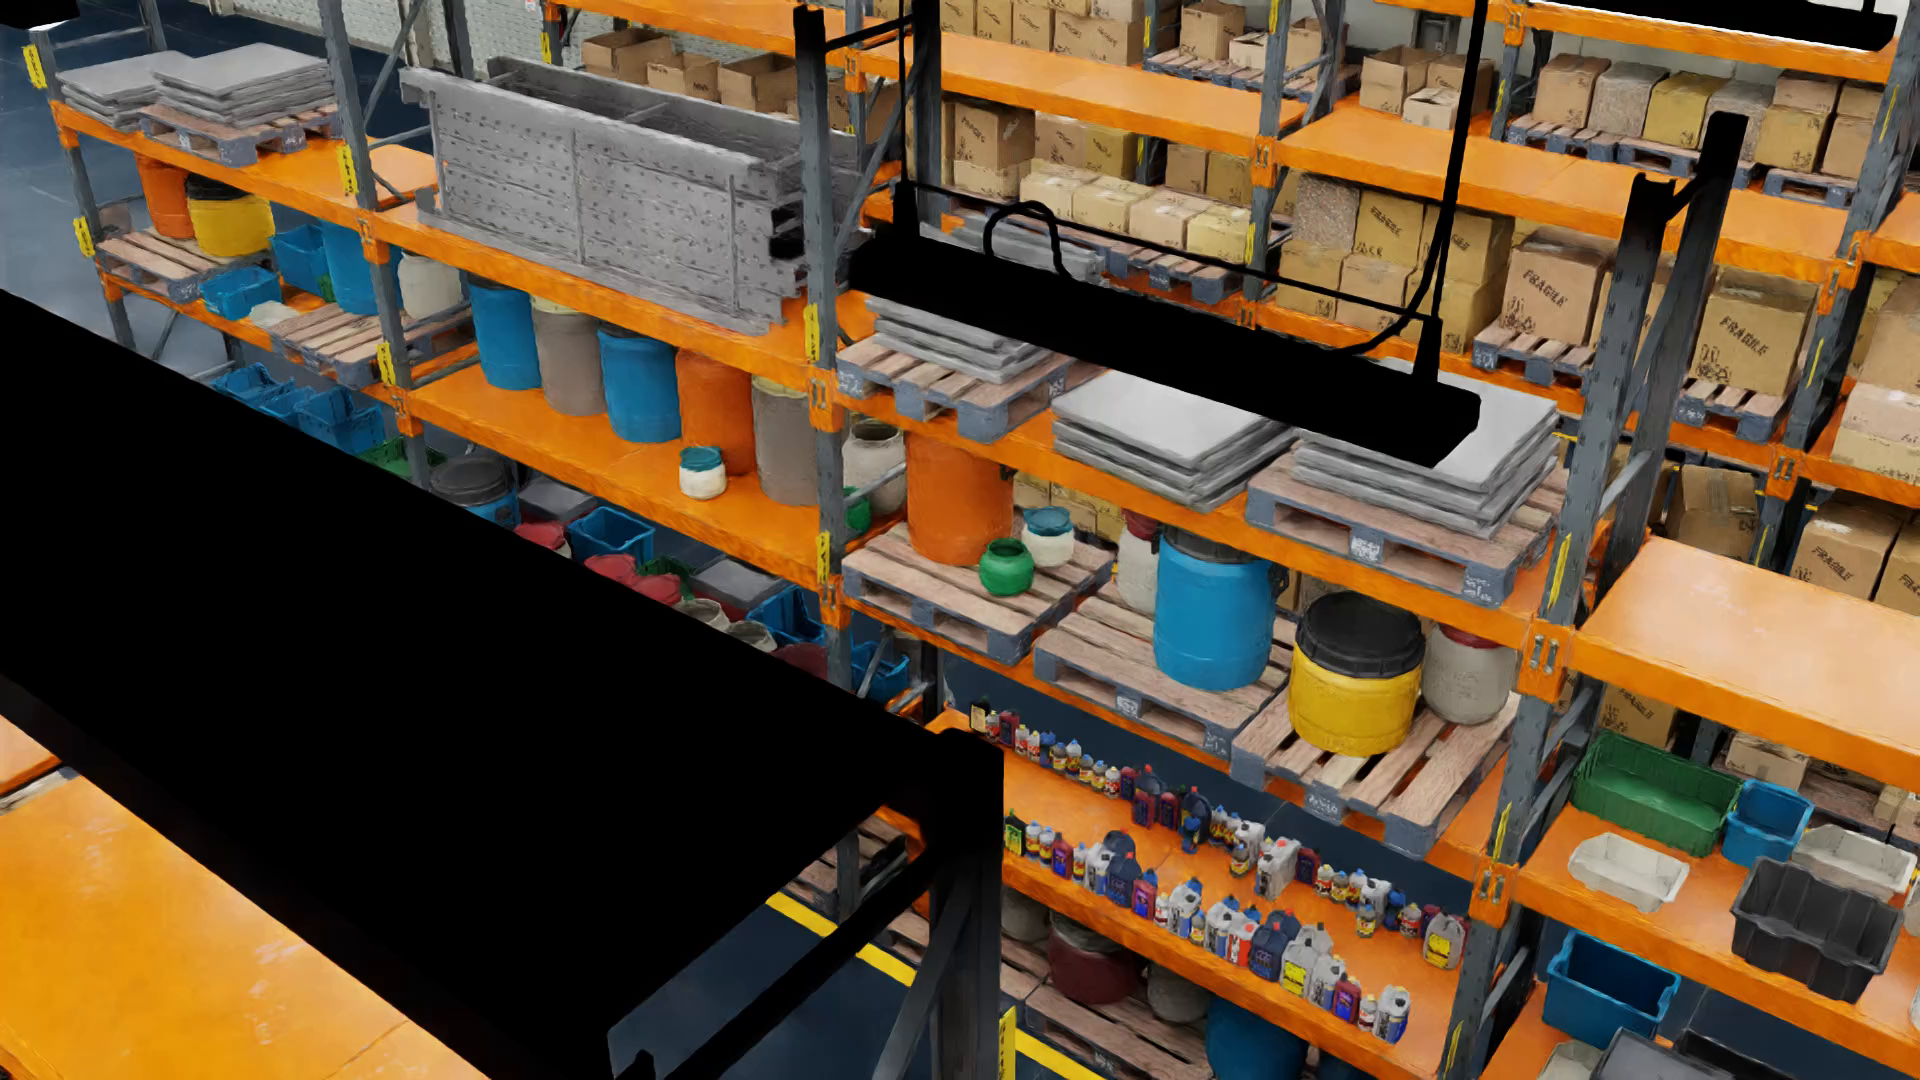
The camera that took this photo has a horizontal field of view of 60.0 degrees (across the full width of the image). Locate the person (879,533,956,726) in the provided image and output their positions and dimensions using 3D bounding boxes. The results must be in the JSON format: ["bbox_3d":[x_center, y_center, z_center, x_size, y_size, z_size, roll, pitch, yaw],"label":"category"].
[{"bbox_3d":[-0.342,0.640,12.592,0.574,1.726,0.677,20,37,30],"label":"person"}]
